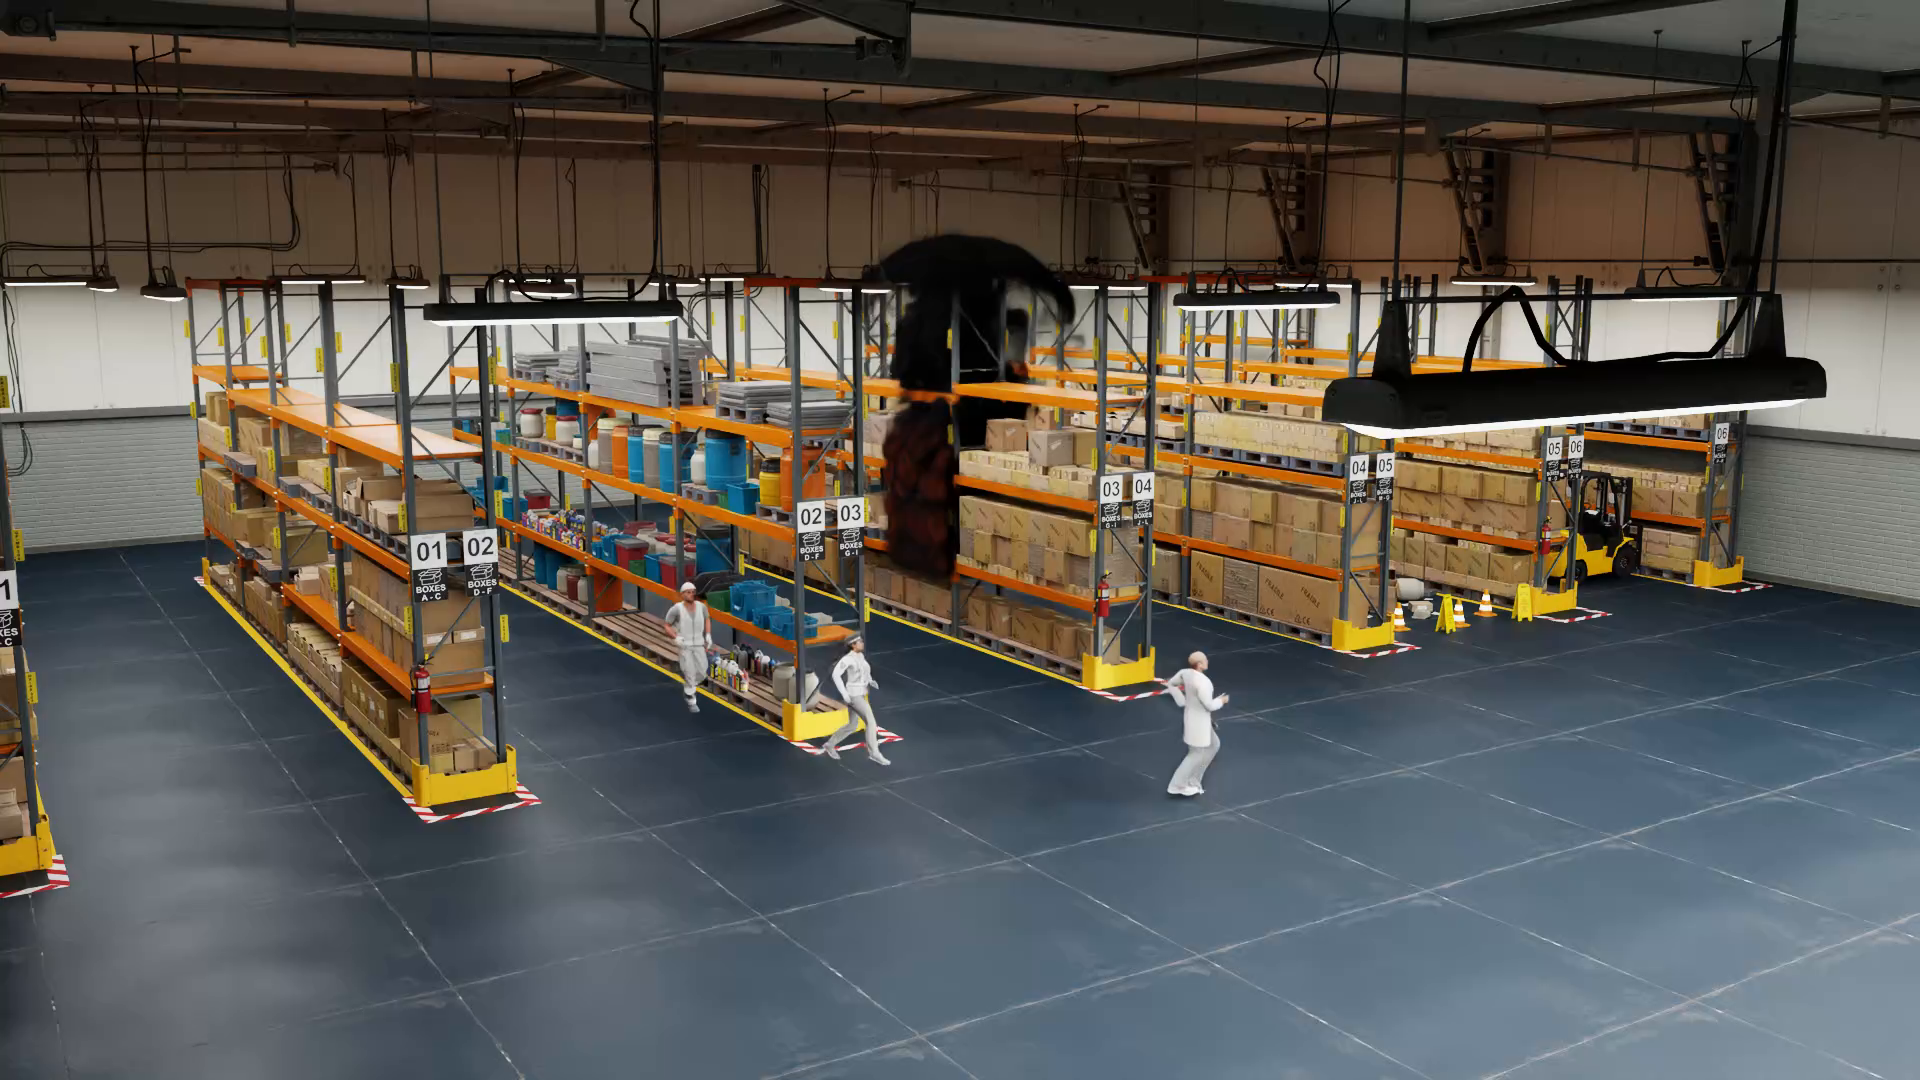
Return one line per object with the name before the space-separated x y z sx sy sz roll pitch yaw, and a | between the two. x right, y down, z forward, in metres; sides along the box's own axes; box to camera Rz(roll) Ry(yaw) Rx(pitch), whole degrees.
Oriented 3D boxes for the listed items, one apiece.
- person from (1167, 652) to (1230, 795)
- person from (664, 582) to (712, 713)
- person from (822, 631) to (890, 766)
person | 2.835 2.187 19.724 0.740 1.788 0.684 -1 10 -5
person | -3.664 1.432 22.521 0.686 1.764 0.563 -6 11 -33
person | -1.291 1.988 21.102 0.864 1.689 0.616 2 10 9
